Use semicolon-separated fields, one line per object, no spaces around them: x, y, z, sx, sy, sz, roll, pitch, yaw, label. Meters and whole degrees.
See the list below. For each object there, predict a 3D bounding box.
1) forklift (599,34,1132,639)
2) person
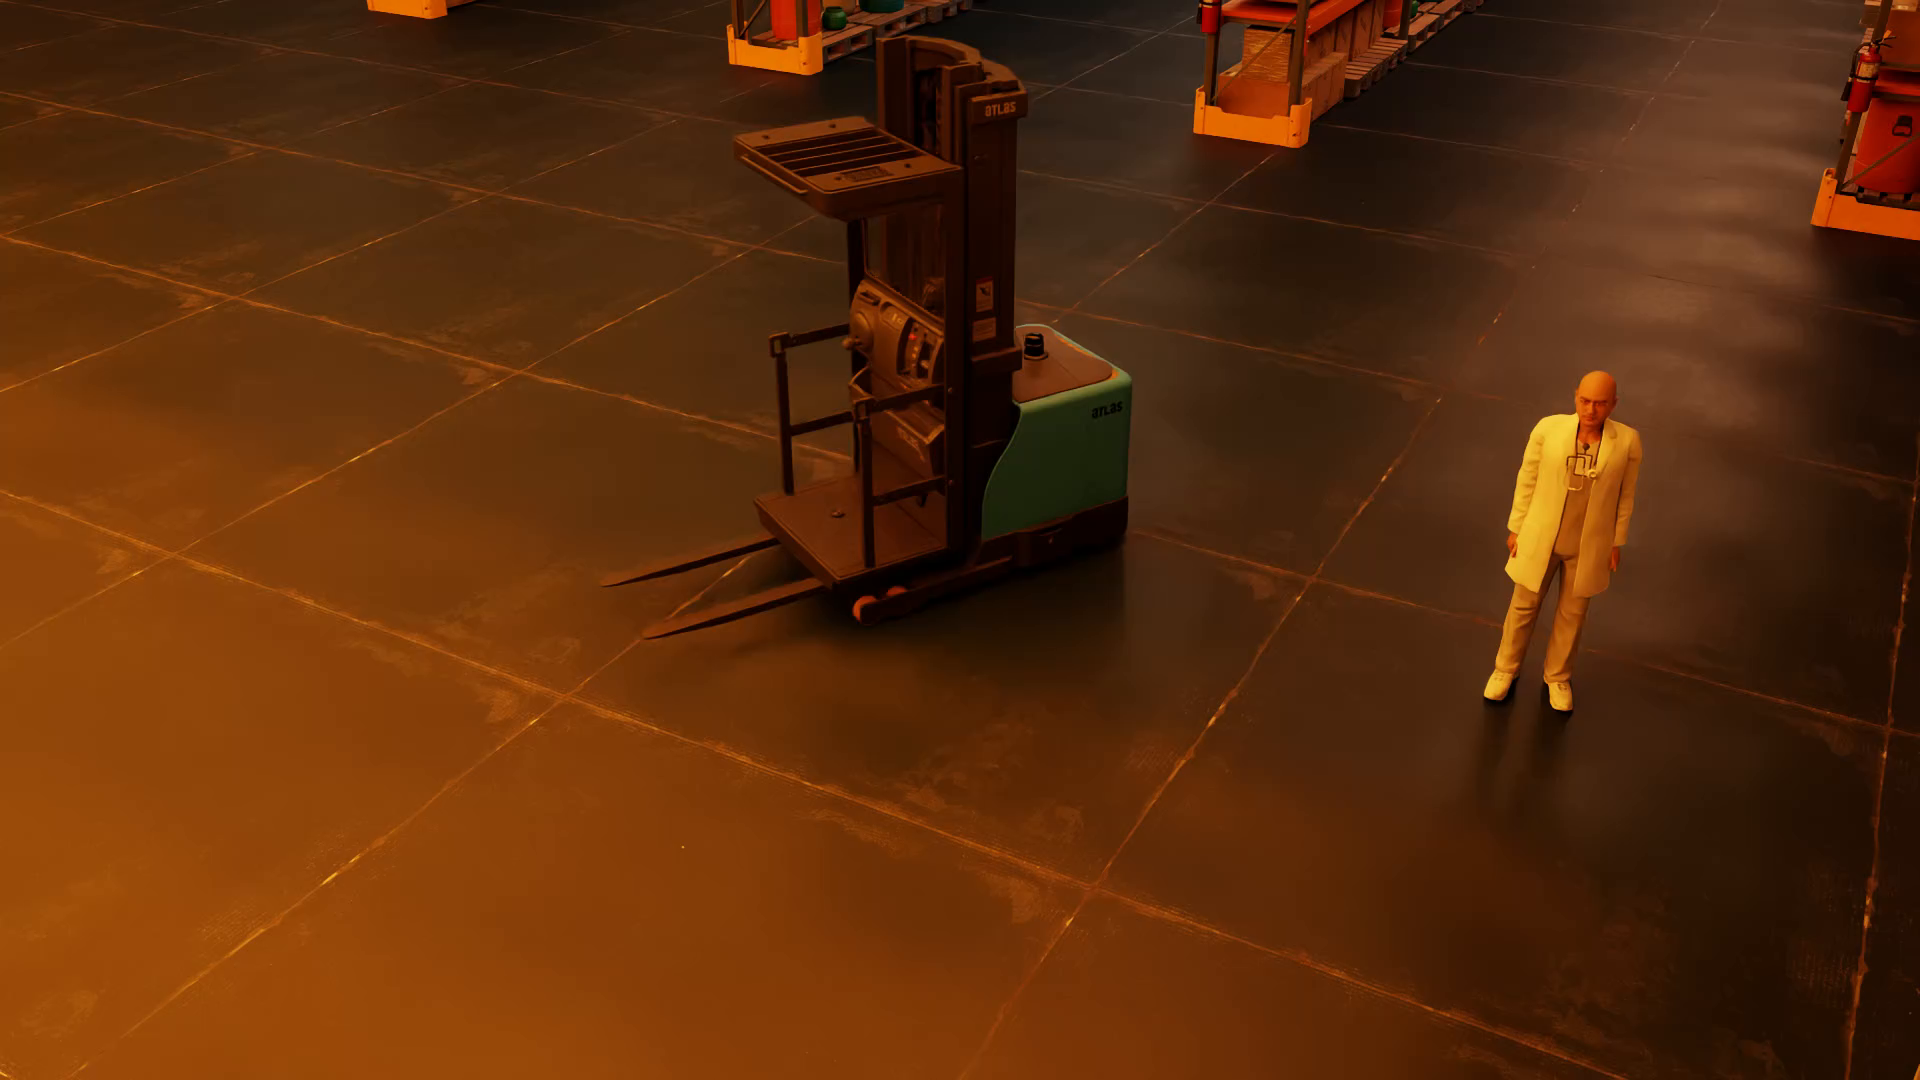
-0.526;-1.098;8.973;3.031;2.935;1.130;-17;34;-27;forklift
2.984;0.014;8.195;0.561;1.783;0.383;9;31;15;person
